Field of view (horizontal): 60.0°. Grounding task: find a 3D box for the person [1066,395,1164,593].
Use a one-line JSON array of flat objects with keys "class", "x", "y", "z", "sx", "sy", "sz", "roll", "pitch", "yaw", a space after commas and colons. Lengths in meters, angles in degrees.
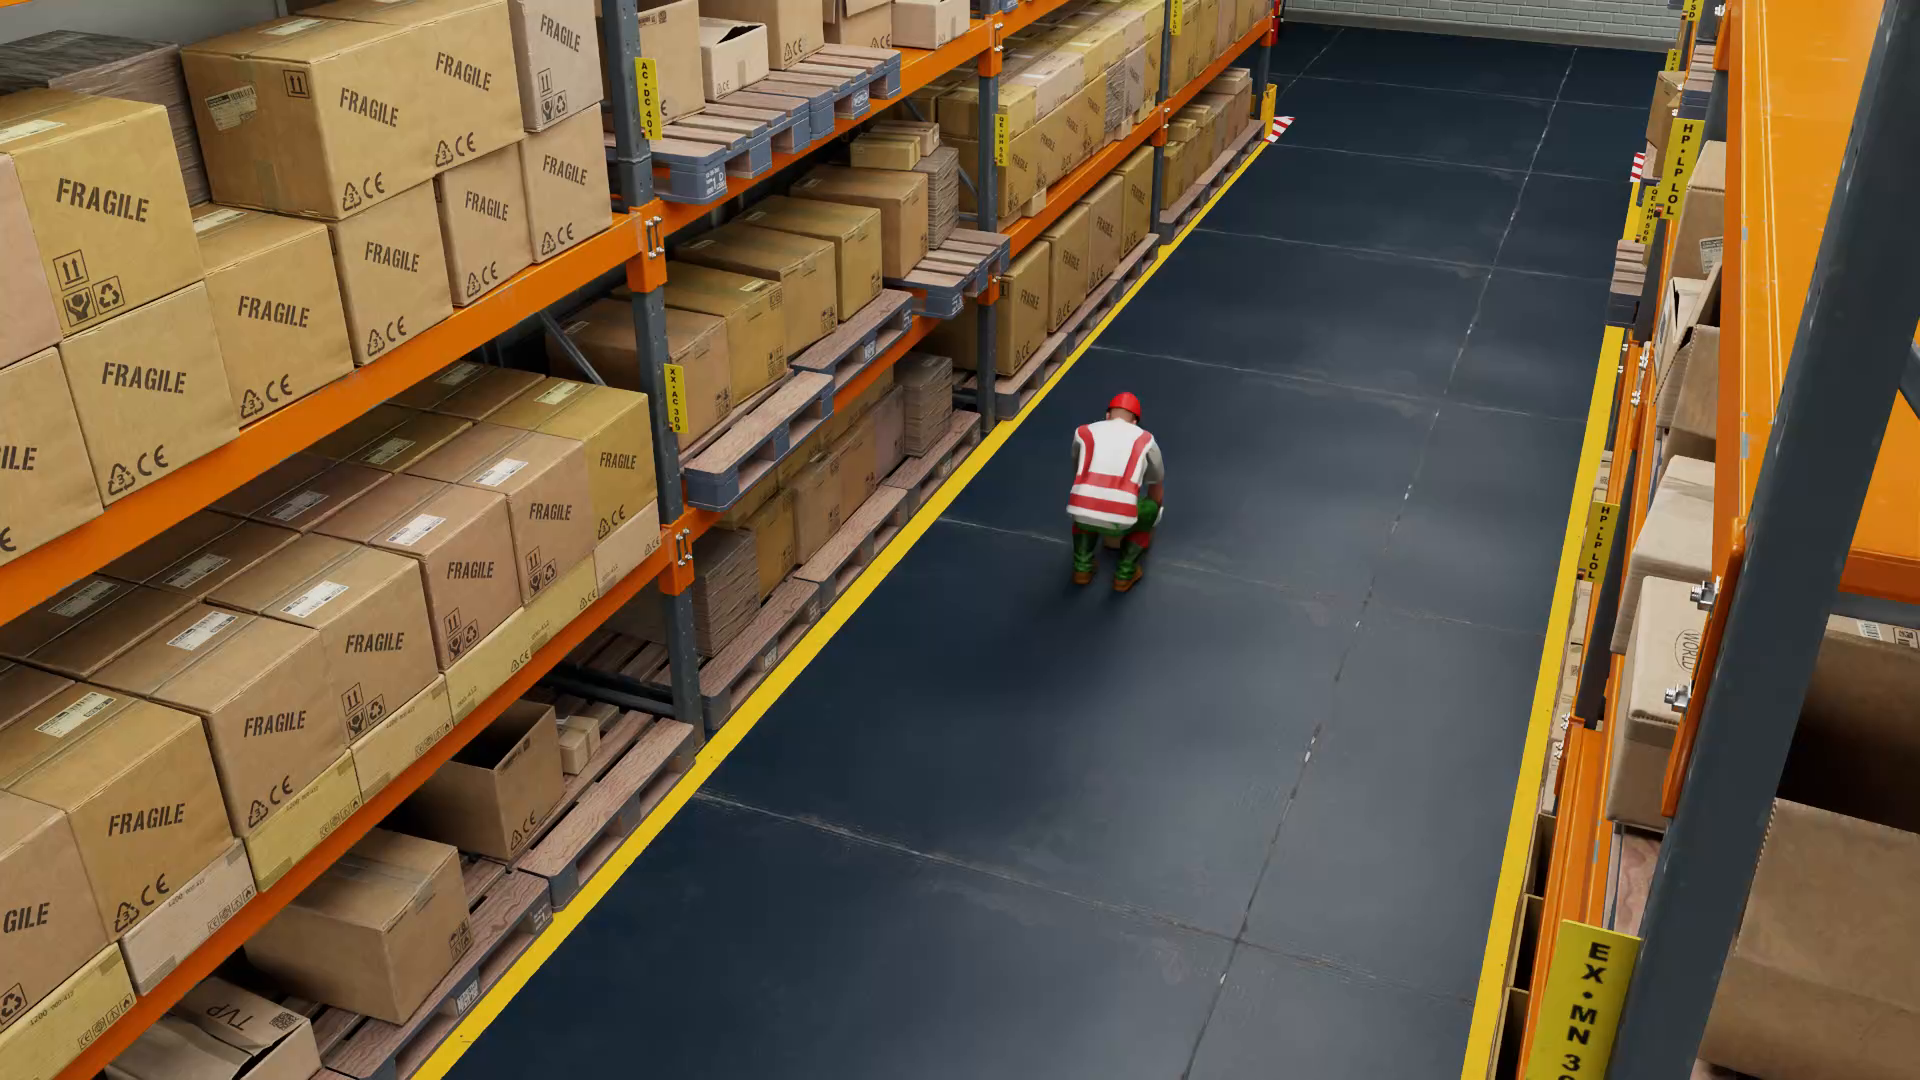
[{"class": "person", "x": 0.877, "y": -0.260, "z": 9.675, "sx": 0.571, "sy": 0.974, "sz": 0.880, "roll": 11, "pitch": 31, "yaw": 19}]
